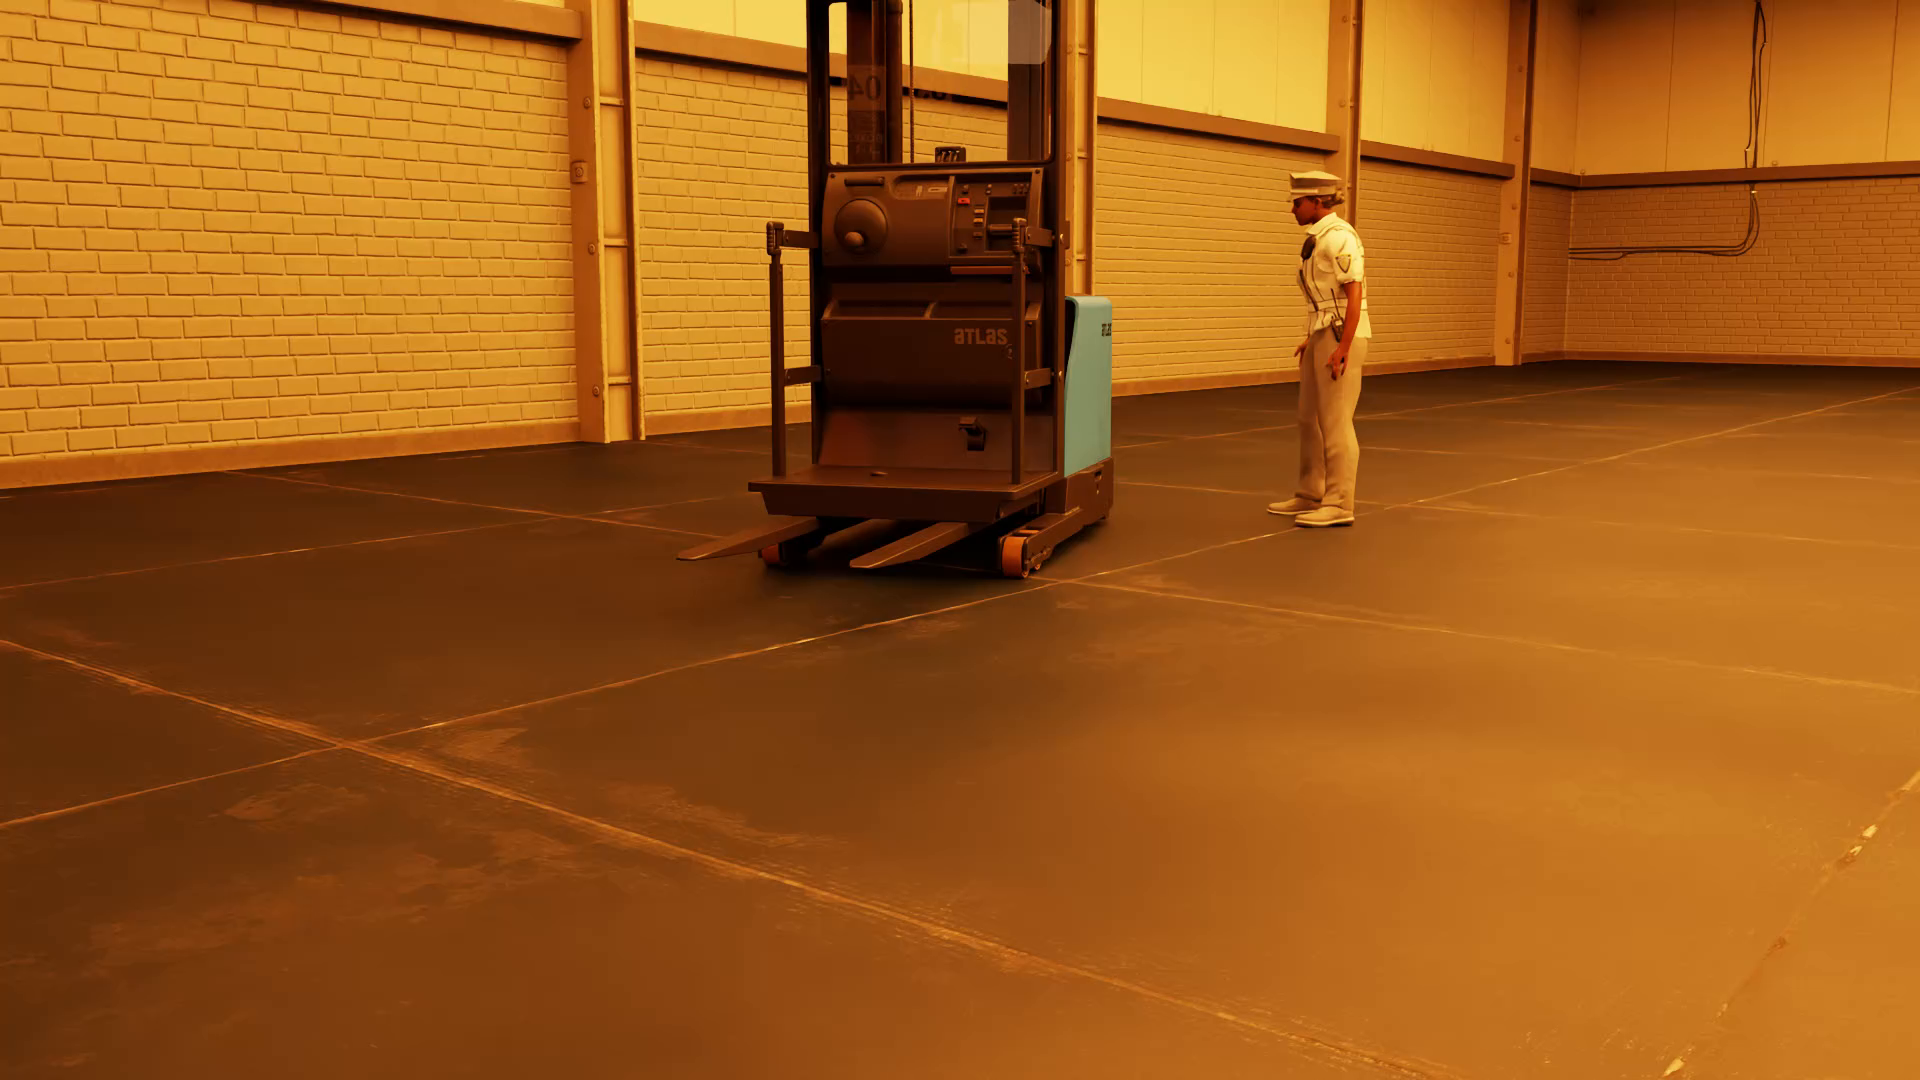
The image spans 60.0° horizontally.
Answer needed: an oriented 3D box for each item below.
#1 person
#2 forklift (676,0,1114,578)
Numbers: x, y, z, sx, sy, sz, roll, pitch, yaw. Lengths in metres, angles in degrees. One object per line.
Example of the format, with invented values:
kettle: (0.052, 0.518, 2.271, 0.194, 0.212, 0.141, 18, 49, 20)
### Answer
person: (1.748, -0.917, 7.962, 0.423, 1.667, 0.591, 0, 8, 0)
forklift: (-0.176, -1.366, 6.616, 1.130, 2.935, 3.031, 3, 9, 17)
